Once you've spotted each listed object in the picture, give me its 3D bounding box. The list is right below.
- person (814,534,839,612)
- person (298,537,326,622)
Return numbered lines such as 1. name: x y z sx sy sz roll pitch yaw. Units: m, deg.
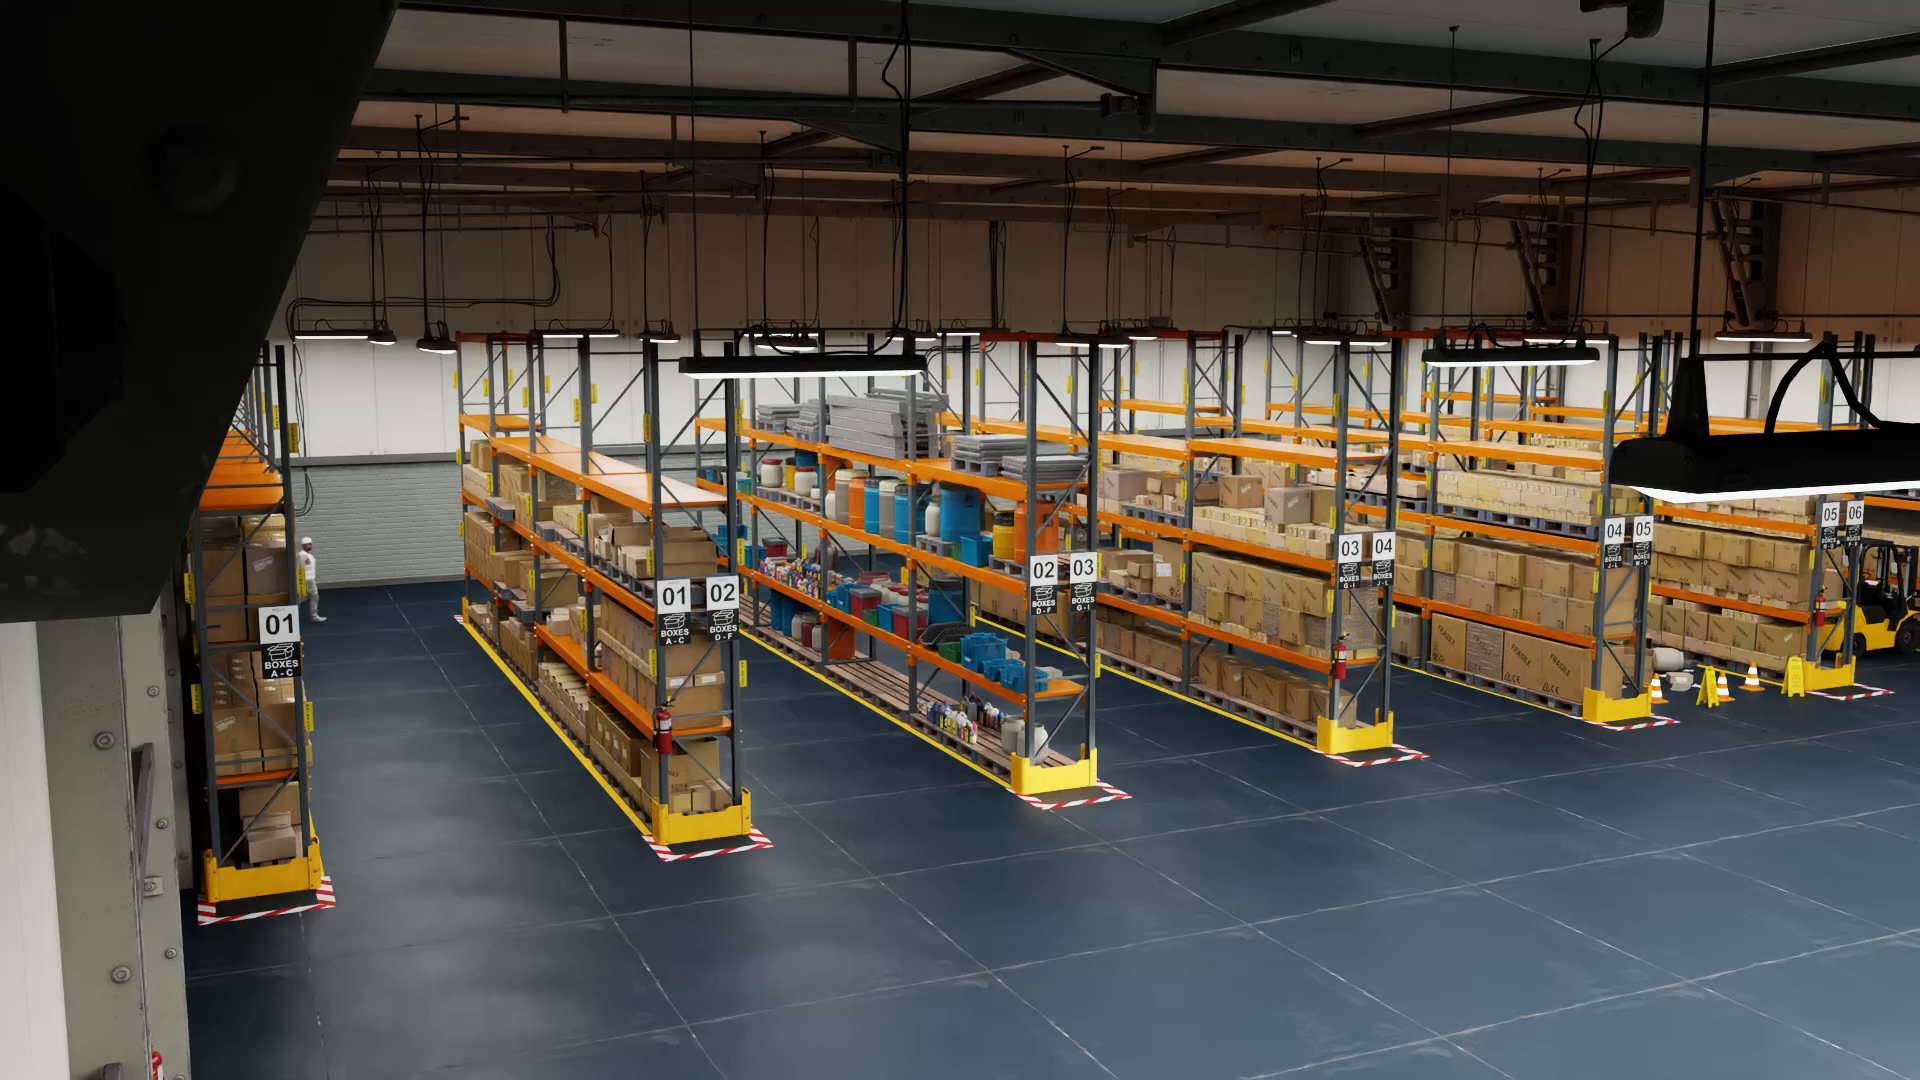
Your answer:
1. person: -2.789 0.726 35.051 0.625 1.715 1.128 -4 9 -29
2. person: -13.542 0.820 34.337 0.768 1.770 0.526 -4 9 -26
